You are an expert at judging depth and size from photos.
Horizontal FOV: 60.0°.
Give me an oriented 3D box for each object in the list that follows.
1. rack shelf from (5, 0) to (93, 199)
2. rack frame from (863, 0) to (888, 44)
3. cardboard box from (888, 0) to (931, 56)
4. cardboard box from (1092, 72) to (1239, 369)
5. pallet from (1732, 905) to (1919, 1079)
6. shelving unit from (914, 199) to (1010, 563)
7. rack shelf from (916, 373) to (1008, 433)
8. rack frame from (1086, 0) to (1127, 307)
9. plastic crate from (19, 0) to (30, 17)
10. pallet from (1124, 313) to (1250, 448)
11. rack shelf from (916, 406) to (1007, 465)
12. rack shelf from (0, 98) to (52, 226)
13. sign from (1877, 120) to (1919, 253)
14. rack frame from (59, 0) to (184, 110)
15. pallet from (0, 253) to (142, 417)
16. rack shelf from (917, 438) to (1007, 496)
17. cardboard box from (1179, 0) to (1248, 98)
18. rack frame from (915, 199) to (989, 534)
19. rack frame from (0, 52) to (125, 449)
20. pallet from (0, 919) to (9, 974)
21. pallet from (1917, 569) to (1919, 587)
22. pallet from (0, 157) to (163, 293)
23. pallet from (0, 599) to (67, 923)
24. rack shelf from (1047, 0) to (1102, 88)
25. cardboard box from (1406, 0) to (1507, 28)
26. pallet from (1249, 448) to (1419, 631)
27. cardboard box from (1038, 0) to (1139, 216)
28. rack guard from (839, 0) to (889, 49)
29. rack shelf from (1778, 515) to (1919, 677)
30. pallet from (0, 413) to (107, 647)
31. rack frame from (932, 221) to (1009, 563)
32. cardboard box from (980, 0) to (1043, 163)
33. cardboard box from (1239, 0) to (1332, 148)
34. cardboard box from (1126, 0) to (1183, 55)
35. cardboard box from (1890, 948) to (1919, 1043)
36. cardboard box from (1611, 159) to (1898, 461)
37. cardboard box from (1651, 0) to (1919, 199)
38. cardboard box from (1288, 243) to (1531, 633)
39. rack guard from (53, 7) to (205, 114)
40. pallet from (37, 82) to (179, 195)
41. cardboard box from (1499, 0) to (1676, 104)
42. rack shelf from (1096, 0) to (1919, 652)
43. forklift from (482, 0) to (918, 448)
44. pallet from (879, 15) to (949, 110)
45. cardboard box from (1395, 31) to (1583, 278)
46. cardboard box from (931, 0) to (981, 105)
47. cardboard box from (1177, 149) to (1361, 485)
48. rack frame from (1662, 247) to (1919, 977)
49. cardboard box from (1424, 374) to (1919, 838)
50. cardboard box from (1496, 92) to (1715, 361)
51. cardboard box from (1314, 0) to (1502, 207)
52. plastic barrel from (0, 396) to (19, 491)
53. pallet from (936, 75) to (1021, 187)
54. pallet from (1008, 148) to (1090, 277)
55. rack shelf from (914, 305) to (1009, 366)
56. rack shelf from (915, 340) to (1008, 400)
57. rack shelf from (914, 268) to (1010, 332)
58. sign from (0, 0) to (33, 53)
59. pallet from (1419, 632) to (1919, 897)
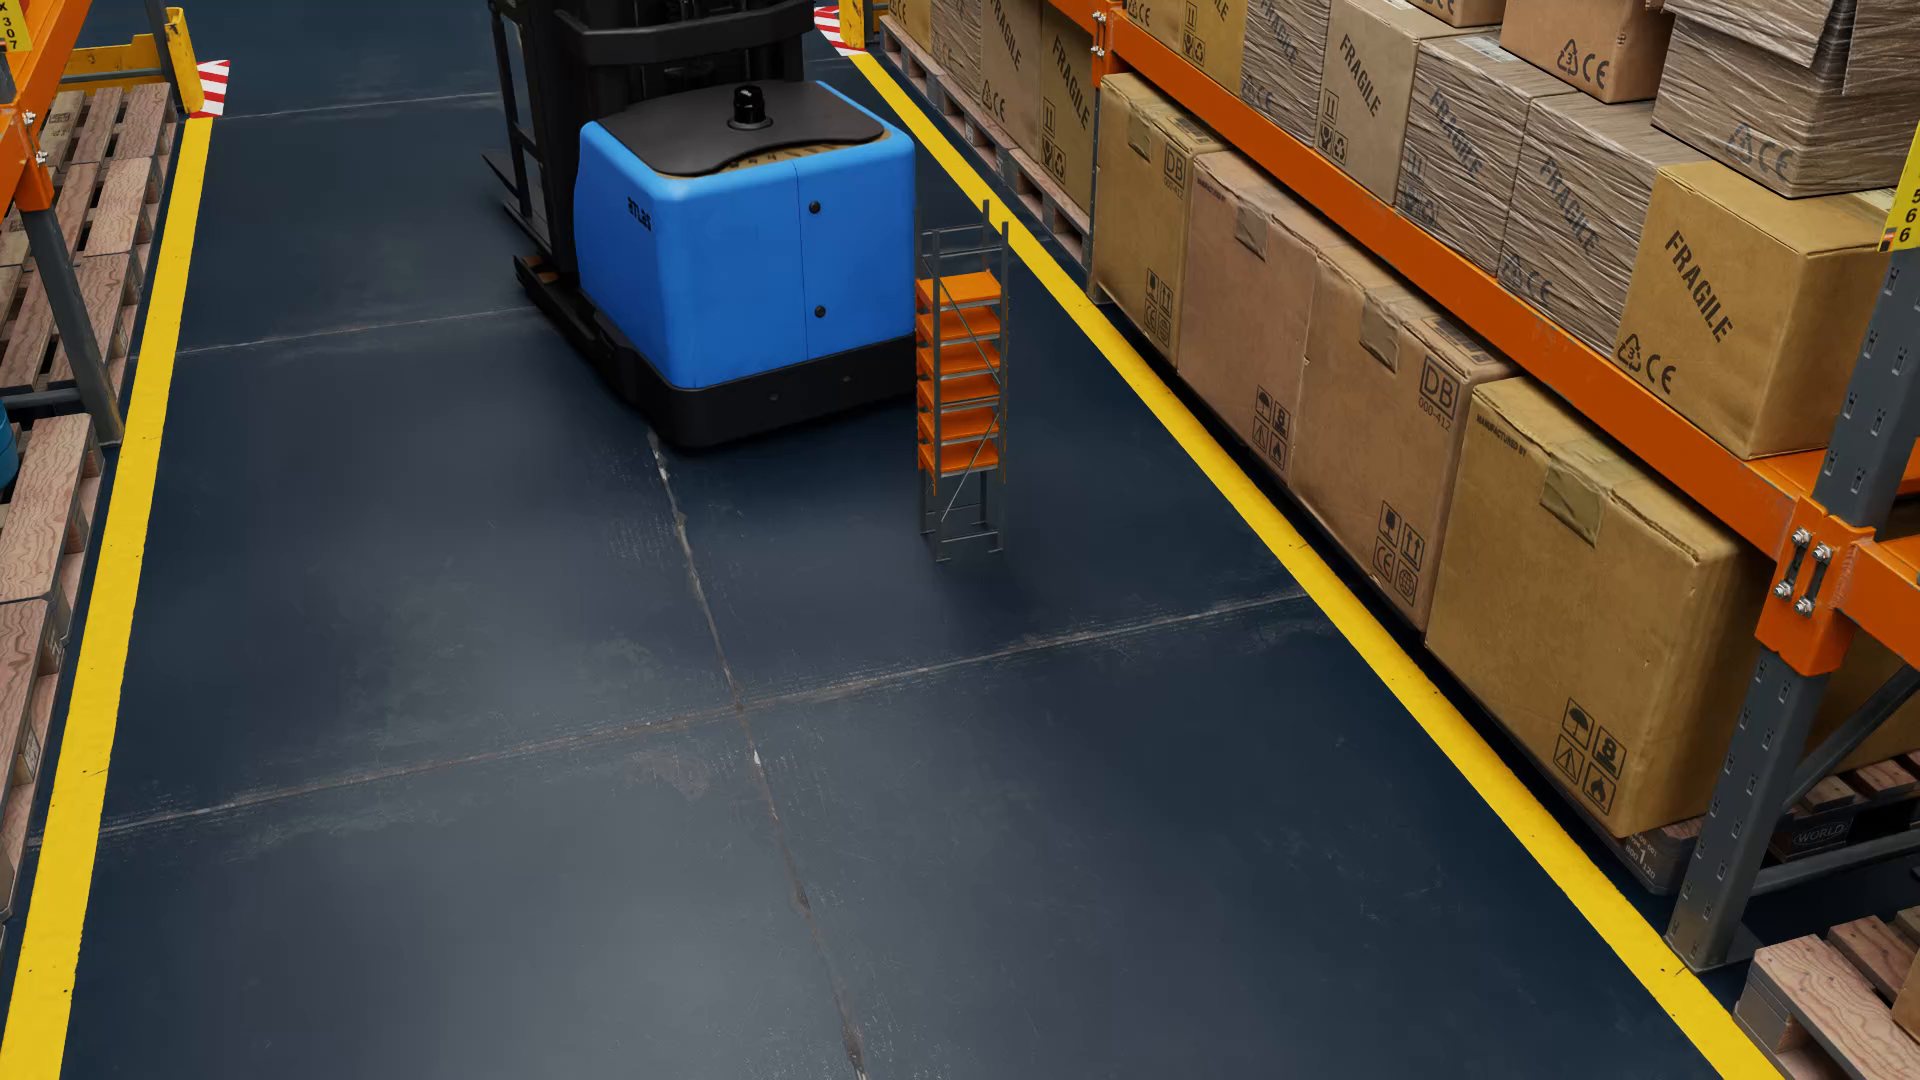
[{"bbox_3d":[-4.273,-2.305,7.171,1.077,0.370,4.000,-10,35,-15],"label":"rack shelf"},{"bbox_3d":[-0.166,-4.488,9.822,1.000,3.000,0.127,-10,35,-15],"label":"rack frame"},{"bbox_3d":[0.105,-3.455,9.804,0.875,0.875,0.875,-10,35,-15],"label":"cardboard box"},{"bbox_3d":[1.268,-1.344,6.610,1.225,0.875,0.875,-10,35,-15],"label":"cardboard box"},{"bbox_3d":[2.511,1.286,3.613,1.003,0.211,1.213,-10,35,-15],"label":"pallet"},{"bbox_3d":[0.004,-0.493,5.408,0.258,1.200,0.189,-10,35,-15],"label":"shelving unit"},{"bbox_3d":[0.004,-0.456,5.432,0.258,0.103,0.180,-10,35,-15],"label":"rack shelf"},{"bbox_3d":[1.054,-2.388,6.644,1.000,3.000,0.127,-10,35,-15],"label":"rack frame"},{"bbox_3d":[-3.696,-2.118,6.122,0.402,0.464,0.583,-10,35,-15],"label":"plastic crate"},{"bbox_3d":[1.361,-0.833,6.818,1.003,0.211,1.213,-10,35,-15],"label":"pallet"},{"bbox_3d":[0.004,-0.356,5.498,0.258,0.103,0.180,-10,35,-15],"label":"rack shelf"},{"bbox_3d":[-3.053,-0.205,3.992,1.077,0.370,4.000,-10,35,-15],"label":"rack shelf"},{"bbox_3d":[1.746,-0.676,3.002,0.100,0.325,0.005,-10,35,-15],"label":"sign"},{"bbox_3d":[-4.883,-3.656,8.561,1.000,3.000,0.127,-10,35,-15],"label":"rack frame"},{"bbox_3d":[-3.924,-0.772,6.726,1.003,0.211,1.213,-10,35,-15],"label":"pallet"},{"bbox_3d":[0.004,-0.256,5.565,0.258,0.103,0.180,-10,35,-15],"label":"rack shelf"},{"bbox_3d":[1.110,-1.883,5.788,0.500,0.500,0.500,-10,35,-15],"label":"cardboard box"},{"bbox_3d":[-0.023,-0.541,5.480,0.240,1.200,0.006,-10,35,-15],"label":"rack frame"},{"bbox_3d":[-3.663,-1.555,5.383,1.000,3.000,0.127,-10,35,-15],"label":"rack frame"},{"bbox_3d":[-2.723,1.301,3.589,1.003,0.211,1.213,-10,35,-15],"label":"pallet"},{"bbox_3d":[2.593,0.148,2.979,1.213,0.211,1.003,-10,35,-15],"label":"pallet"},{"bbox_3d":[-4.300,-1.413,7.697,1.003,0.211,1.213,-10,35,-15],"label":"pallet"},{"bbox_3d":[-3.091,0.662,4.557,1.003,0.211,1.213,-10,35,-15],"label":"pallet"},{"bbox_3d":[0.444,-3.138,8.431,1.077,0.370,4.000,-10,35,-15],"label":"rack shelf"},{"bbox_3d":[1.659,-1.829,4.796,0.797,0.503,0.637,-9,34,-13],"label":"cardboard box"},{"bbox_3d":[1.737,-0.191,5.847,1.003,0.211,1.213,-10,35,-15],"label":"pallet"},{"bbox_3d":[0.929,-2.037,7.658,0.875,0.875,0.875,-10,35,-15],"label":"cardboard box"},{"bbox_3d":[-0.174,-3.458,10.530,1.175,0.500,0.348,-10,35,-15],"label":"rack guard"},{"bbox_3d":[2.884,1.062,2.075,1.077,0.370,4.000,-10,35,-15],"label":"rack shelf"},{"bbox_3d":[-3.467,0.020,5.528,1.003,0.211,1.213,-10,35,-15],"label":"pallet"},{"bbox_3d":[0.032,-0.445,5.335,0.240,1.200,0.006,-10,35,-15],"label":"rack frame"},{"bbox_3d":[0.654,-2.510,8.373,0.875,0.875,0.875,-10,35,-15],"label":"cardboard box"},{"bbox_3d":[1.263,-1.620,5.390,0.500,0.500,0.500,-11,35,-16],"label":"cardboard box"},{"bbox_3d":[0.956,-2.147,6.187,0.500,0.500,0.500,-10,35,-15],"label":"cardboard box"},{"bbox_3d":[2.497,0.919,3.506,0.700,0.500,0.500,-12,35,-17],"label":"cardboard box"},{"bbox_3d":[1.888,-0.547,3.767,0.500,0.500,0.500,-9,35,-13],"label":"cardboard box"},{"bbox_3d":[2.066,-1.135,3.746,0.797,0.503,0.637,-9,34,-13],"label":"cardboard box"},{"bbox_3d":[1.819,-0.412,5.199,1.225,0.875,0.875,-10,35,-15],"label":"cardboard box"},{"bbox_3d":[-4.903,-2.623,9.266,1.175,0.500,0.348,-10,35,-15],"label":"rack guard"},{"bbox_3d":[-4.669,-2.053,8.665,1.003,0.211,1.213,-10,35,-15],"label":"pallet"},{"bbox_3d":[1.870,-1.478,4.265,0.797,0.503,0.637,-9,35,-14],"label":"cardboard box"},{"bbox_3d":[1.664,-1.038,5.253,1.077,0.370,4.000,-10,35,-15],"label":"rack shelf"},{"bbox_3d":[-1.324,-2.347,6.643,1.130,2.935,3.031,-18,37,-25],"label":"forklift"},{"bbox_3d":[0.152,-2.918,9.975,1.003,0.211,1.213,-10,35,-15],"label":"pallet"},{"bbox_3d":[1.580,-1.082,4.576,0.500,0.500,0.500,-11,35,-16],"label":"cardboard box"},{"bbox_3d":[0.383,-2.977,9.081,0.875,0.875,0.875,-10,35,-15],"label":"cardboard box"},{"bbox_3d":[1.542,-0.875,5.900,1.225,0.875,0.875,-11,35,-16],"label":"cardboard box"},{"bbox_3d":[2.274,-0.288,3.465,1.000,3.000,0.127,-10,35,-15],"label":"rack frame"},{"bbox_3d":[2.083,0.057,4.489,1.225,0.875,0.875,-12,35,-17],"label":"cardboard box"},{"bbox_3d":[1.741,-0.810,4.164,0.500,0.500,0.500,-10,35,-15],"label":"cardboard box"},{"bbox_3d":[1.425,-1.350,4.981,0.500,0.500,0.500,-9,35,-14],"label":"cardboard box"},{"bbox_3d":[-3.513,-0.567,5.409,0.600,0.901,0.708,-10,35,-15],"label":"plastic barrel"},{"bbox_3d":[0.521,-2.279,9.008,1.003,0.211,1.213,-10,35,-15],"label":"pallet"},{"bbox_3d":[0.896,-1.637,8.036,1.003,0.211,1.213,-10,35,-15],"label":"pallet"},{"bbox_3d":[0.004,-0.656,5.300,0.258,0.103,0.180,-10,35,-15],"label":"rack shelf"},{"bbox_3d":[0.004,-0.556,5.366,0.258,0.103,0.180,-10,35,-15],"label":"rack shelf"},{"bbox_3d":[0.004,-0.756,5.234,0.258,0.103,0.180,-10,35,-15],"label":"rack shelf"},{"bbox_3d":[-3.139,-1.762,5.445,0.100,0.325,0.005,-10,35,-15],"label":"sign"},{"bbox_3d":[2.105,0.449,4.880,1.003,0.211,1.213,-10,35,-15],"label":"pallet"}]
